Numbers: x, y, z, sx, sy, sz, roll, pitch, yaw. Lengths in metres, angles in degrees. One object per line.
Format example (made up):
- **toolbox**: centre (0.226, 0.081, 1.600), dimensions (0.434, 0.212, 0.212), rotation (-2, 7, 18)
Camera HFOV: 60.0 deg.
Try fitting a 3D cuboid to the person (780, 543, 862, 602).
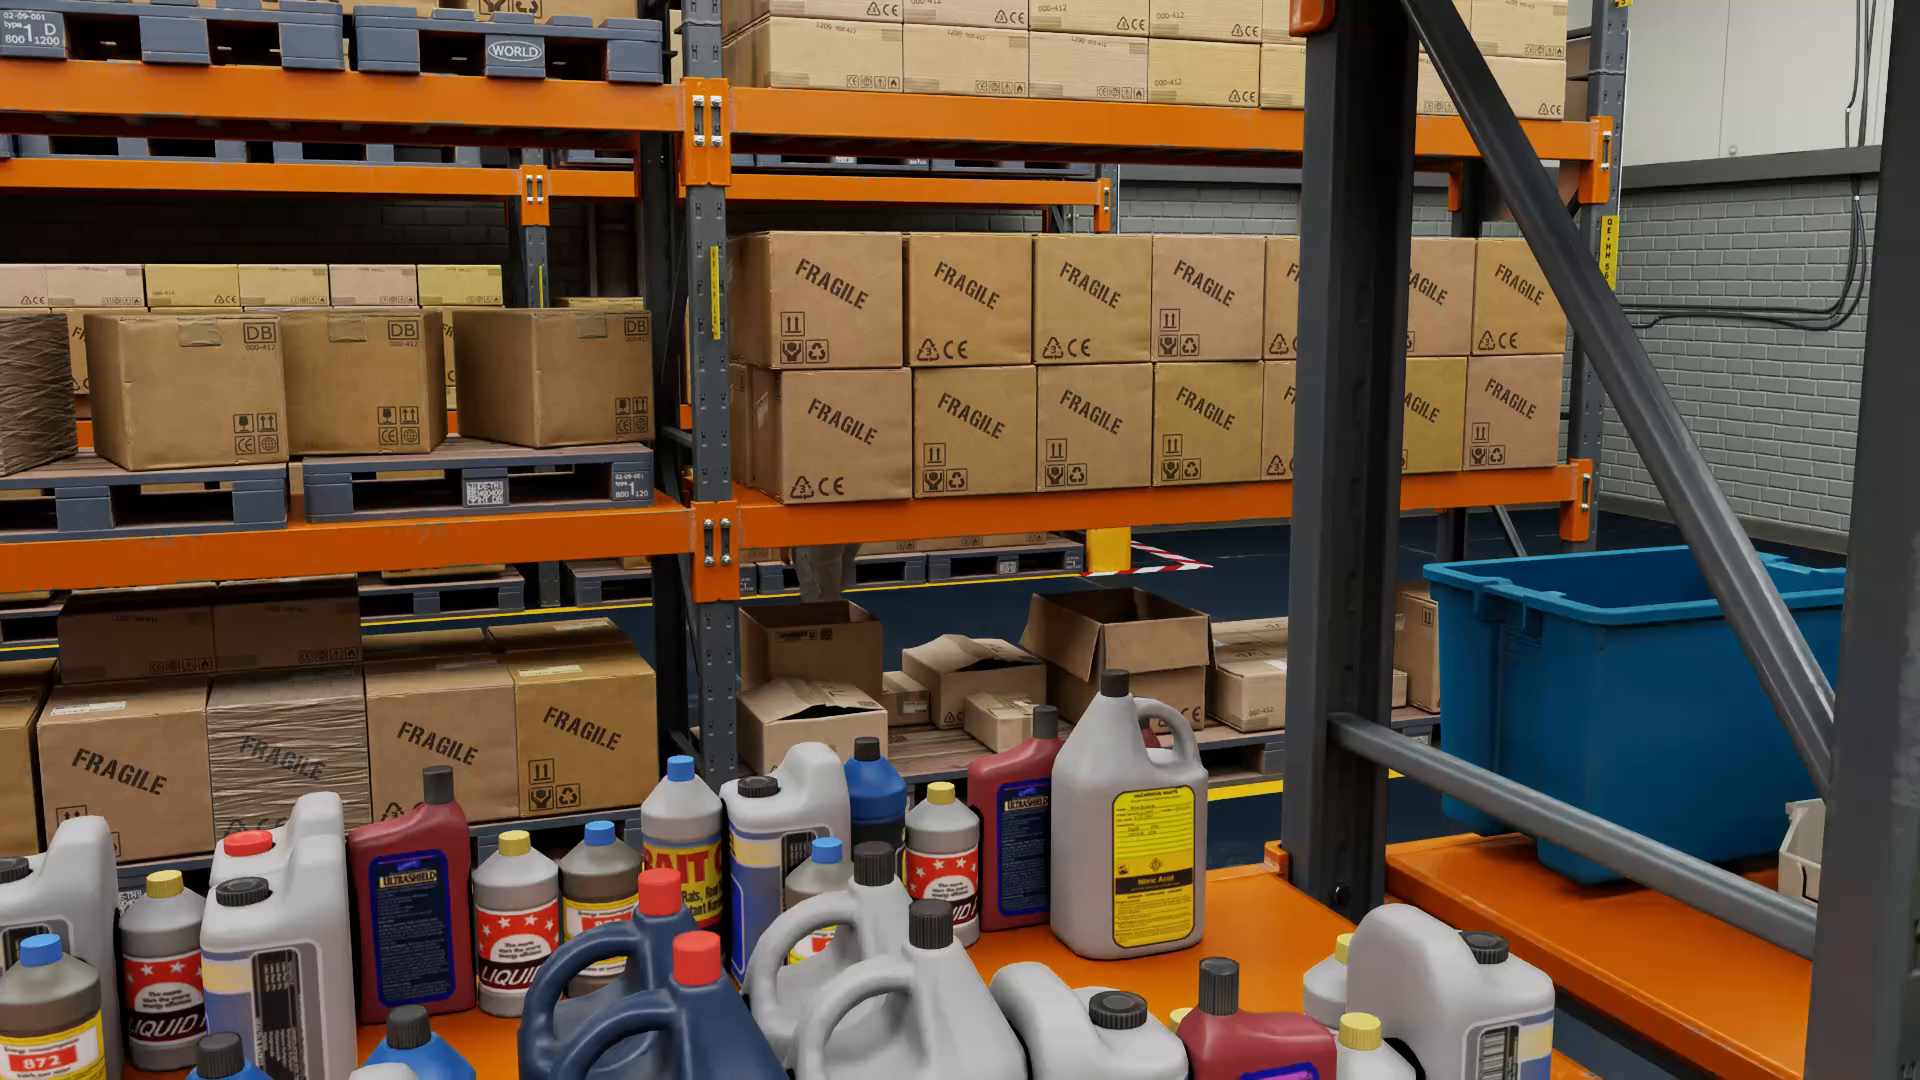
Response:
- **person**: centre (-0.752, -0.036, 8.494), dimensions (0.565, 1.661, 0.585), rotation (5, 10, 27)
